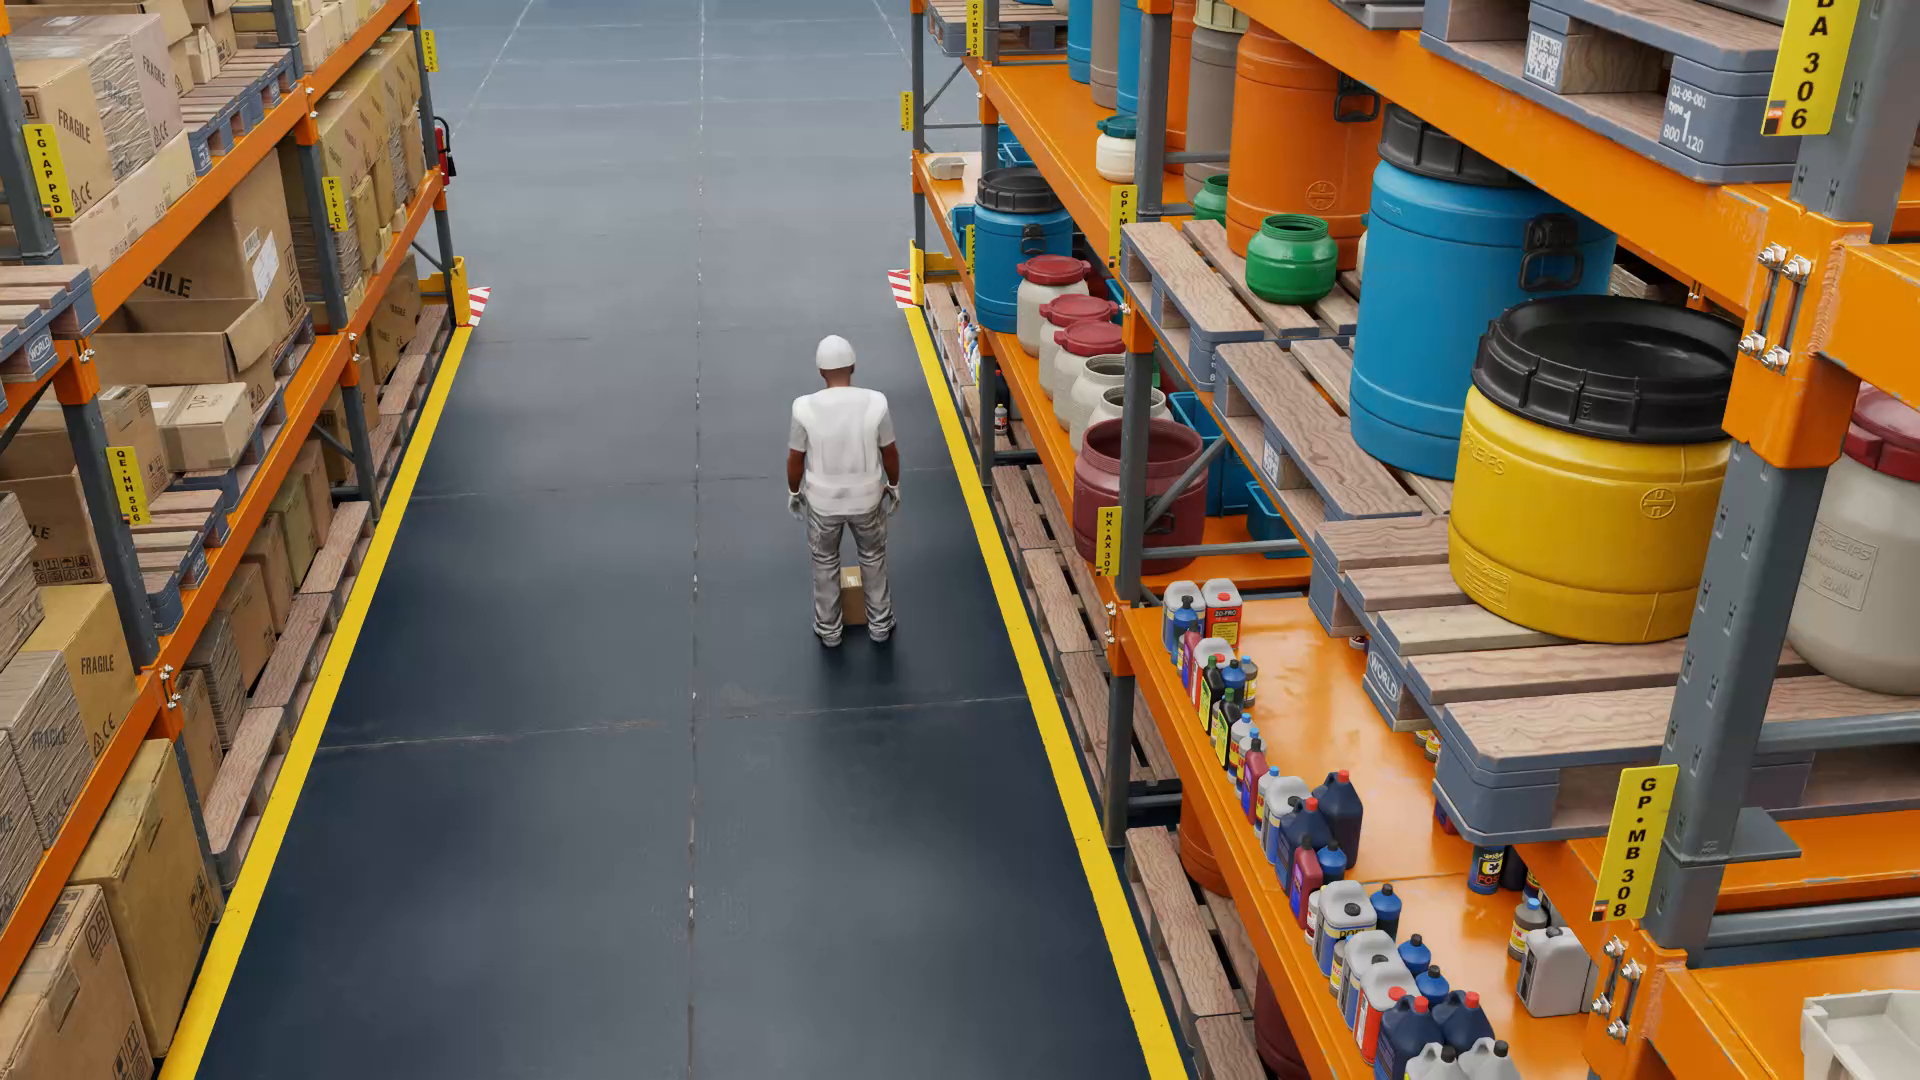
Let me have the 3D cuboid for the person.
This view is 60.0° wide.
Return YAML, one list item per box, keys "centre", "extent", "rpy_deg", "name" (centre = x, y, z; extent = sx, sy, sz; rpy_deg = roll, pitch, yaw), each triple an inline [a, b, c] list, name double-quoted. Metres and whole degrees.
- centre: [-0.630, -0.250, 9.096]
  extent: [0.618, 1.775, 0.446]
  rpy_deg: [-3, 27, -7]
  name: "person"
